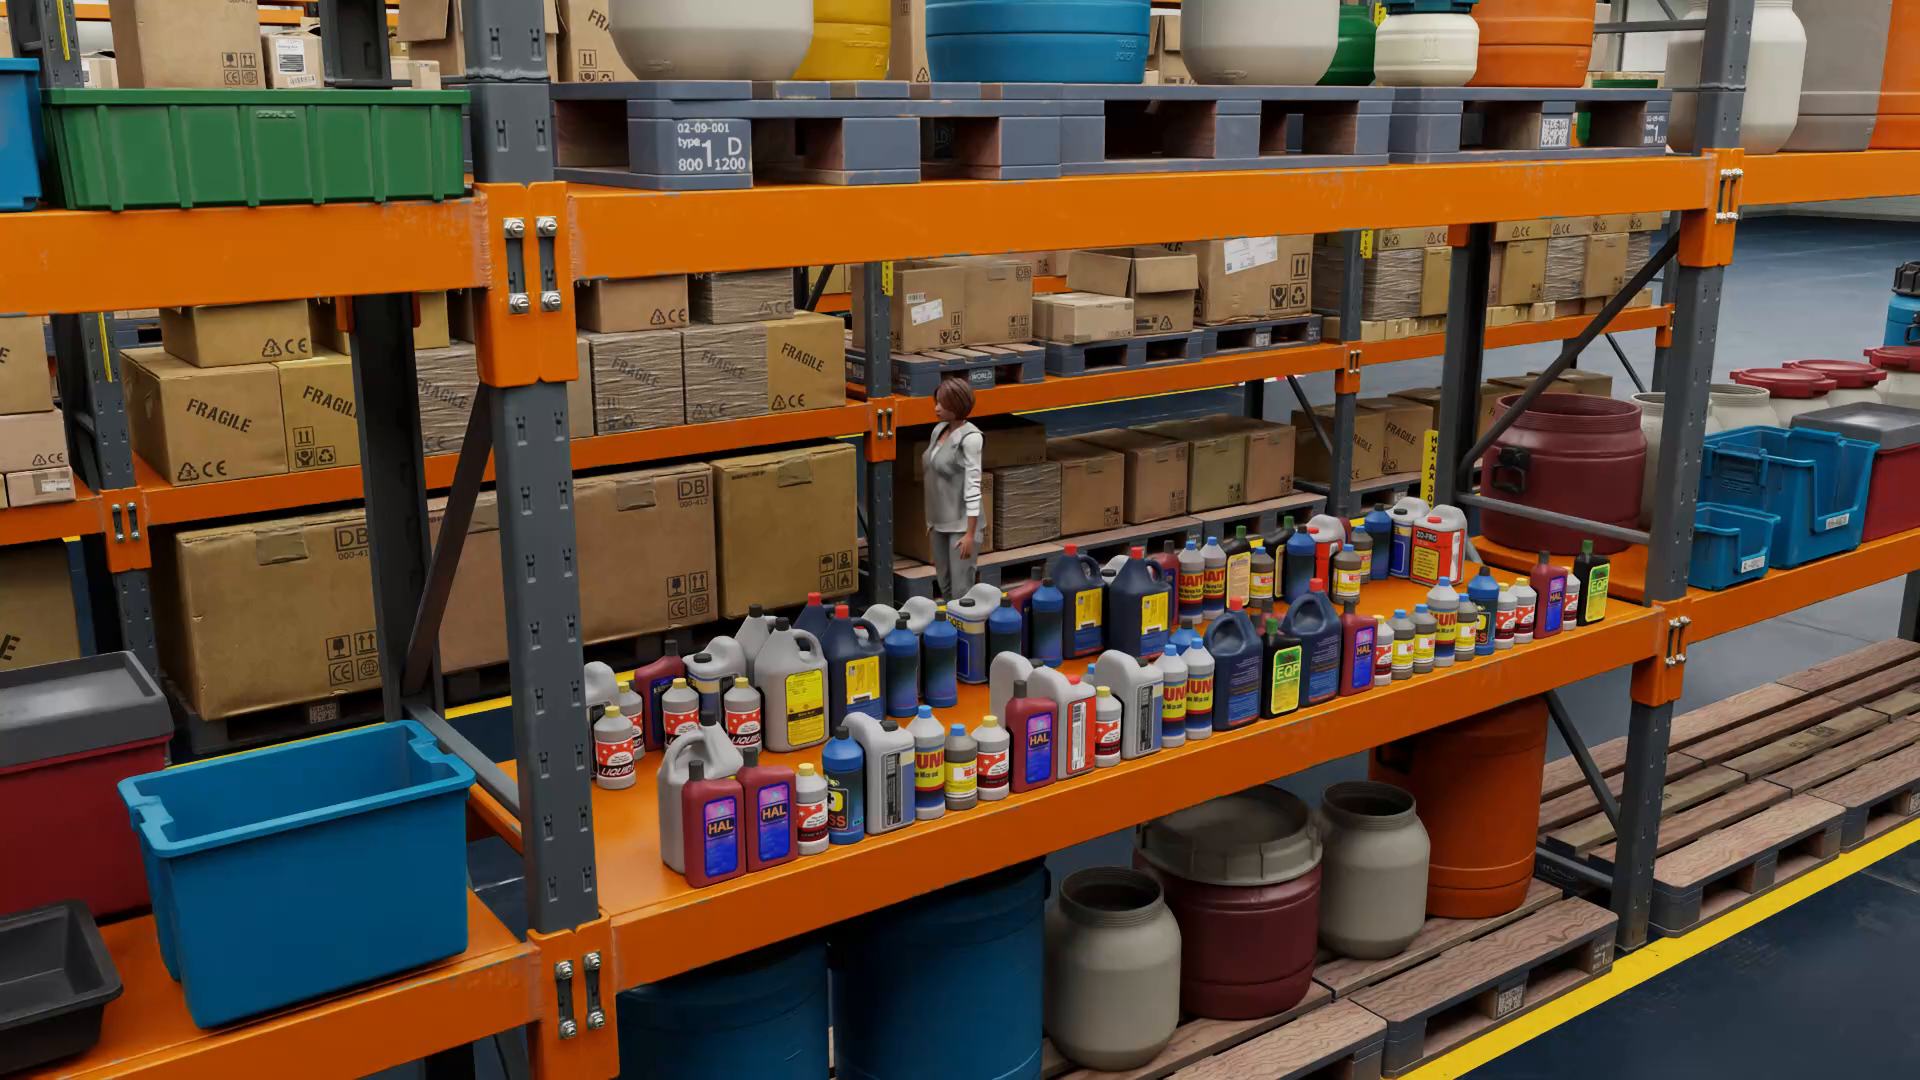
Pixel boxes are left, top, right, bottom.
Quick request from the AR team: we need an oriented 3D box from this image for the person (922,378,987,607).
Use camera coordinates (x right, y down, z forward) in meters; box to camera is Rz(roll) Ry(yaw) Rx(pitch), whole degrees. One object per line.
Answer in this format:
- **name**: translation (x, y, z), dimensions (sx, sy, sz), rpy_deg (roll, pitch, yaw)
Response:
- **person**: translation (-0.038, -0.050, 8.700), dimensions (0.338, 1.607, 0.469), rpy_deg (-8, 17, -27)
